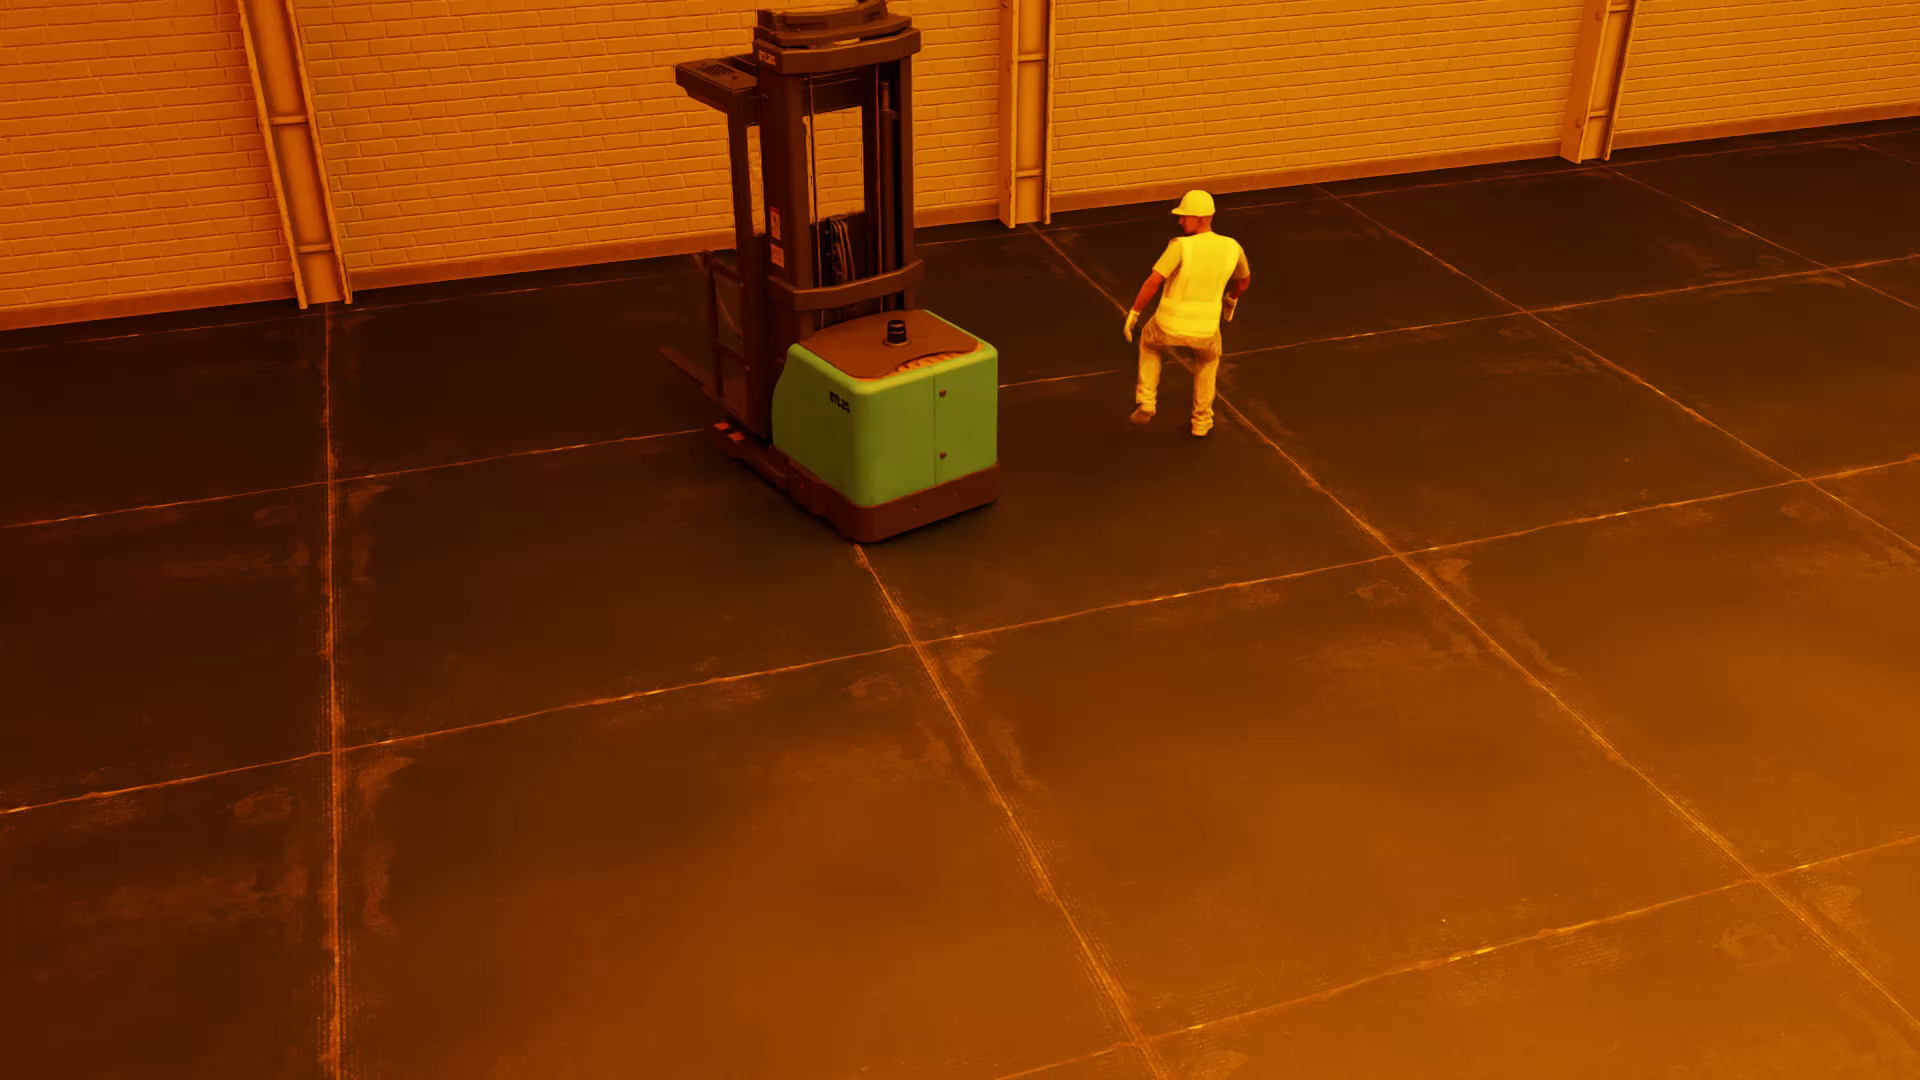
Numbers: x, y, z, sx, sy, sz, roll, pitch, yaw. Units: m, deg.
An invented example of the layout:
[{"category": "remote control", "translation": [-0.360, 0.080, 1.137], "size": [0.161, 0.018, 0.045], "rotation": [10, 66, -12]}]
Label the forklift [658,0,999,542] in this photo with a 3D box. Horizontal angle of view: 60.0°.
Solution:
[{"category": "forklift", "translation": [-1.024, -1.938, 10.455], "size": [1.130, 2.935, 3.031], "rotation": [-20, 35, -30]}]

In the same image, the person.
[{"category": "person", "translation": [1.471, -1.478, 10.929], "size": [0.849, 1.676, 0.625], "rotation": [-1, 30, -2]}]
